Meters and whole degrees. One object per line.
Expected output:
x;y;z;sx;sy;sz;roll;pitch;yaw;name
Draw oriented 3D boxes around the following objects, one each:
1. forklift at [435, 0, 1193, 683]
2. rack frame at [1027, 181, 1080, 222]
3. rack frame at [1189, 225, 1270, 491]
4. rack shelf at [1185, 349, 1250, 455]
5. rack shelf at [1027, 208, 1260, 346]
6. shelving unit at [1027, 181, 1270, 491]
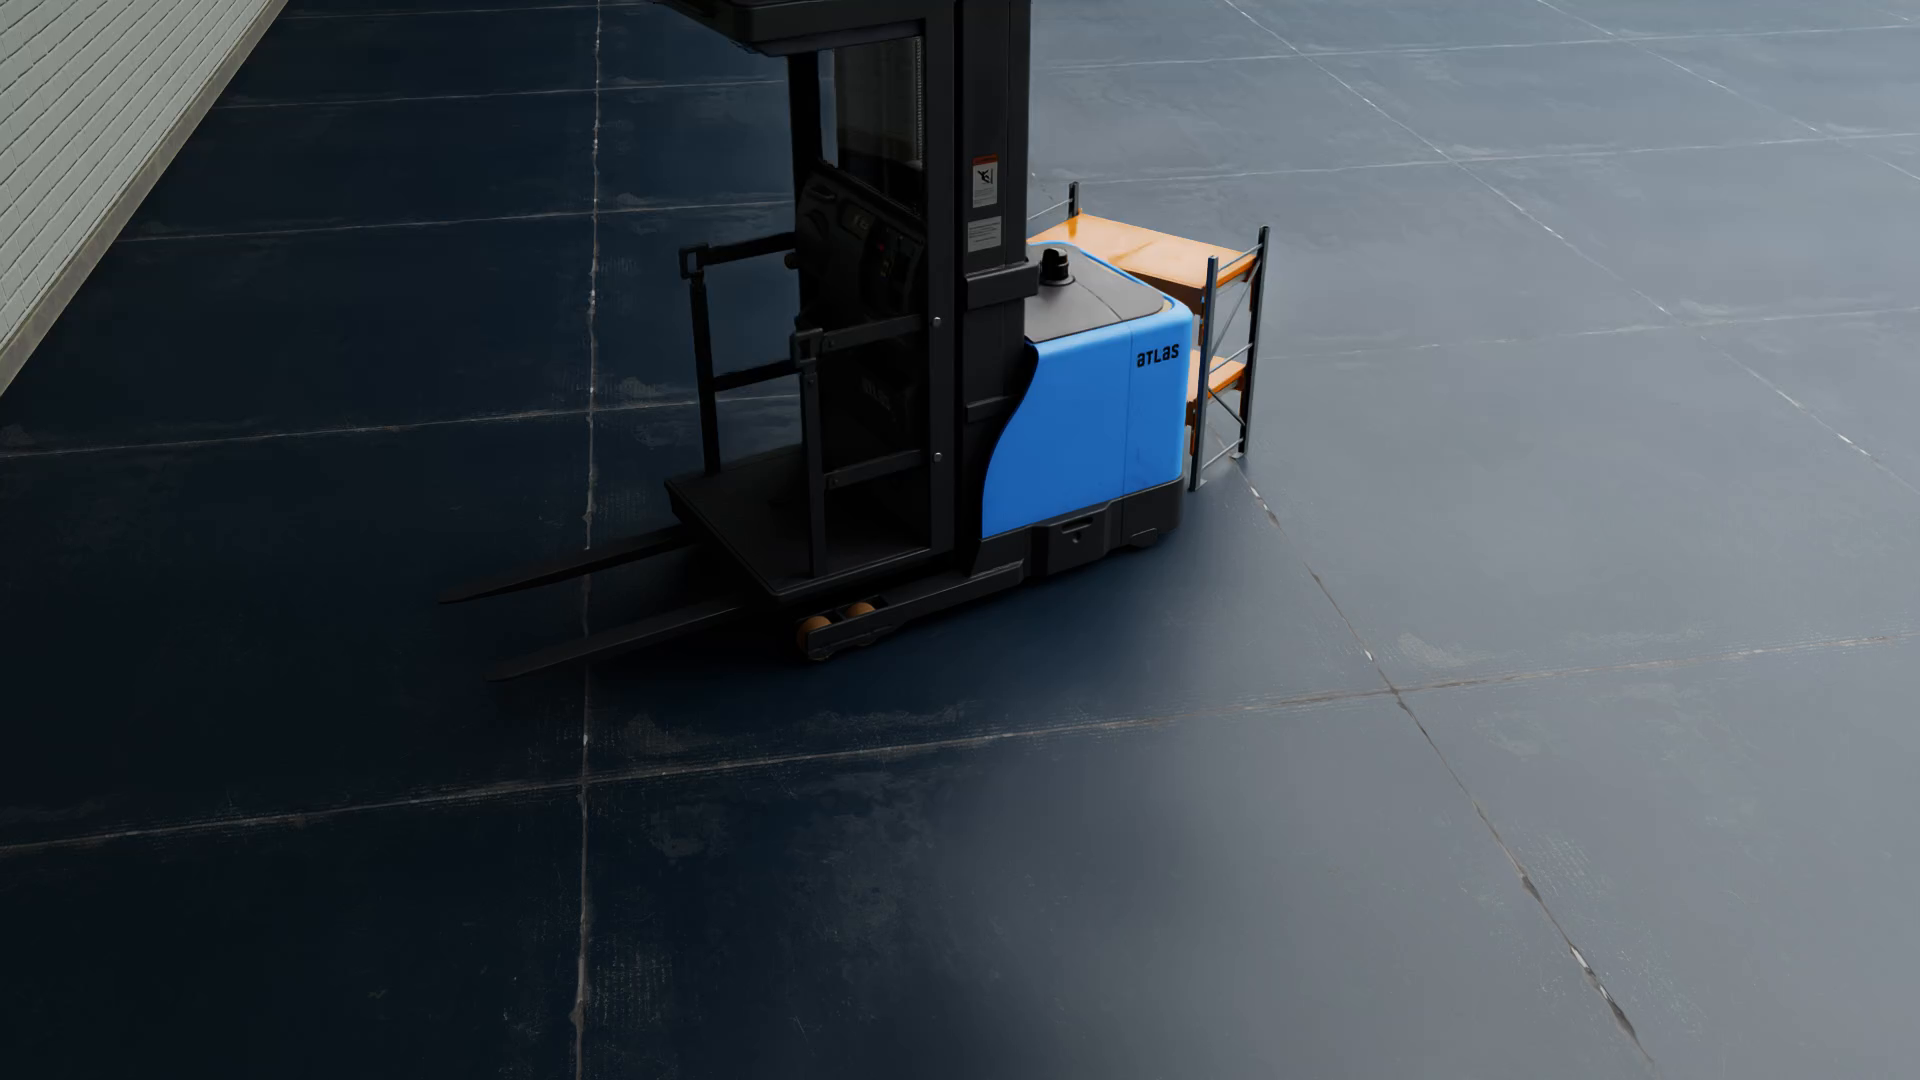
-0.564;-1.103;6.235;3.031;2.935;1.130;-17;34;-26;forklift
0.409;-1.127;8.057;0.032;1.125;0.500;21;36;31;rack frame
1.219;-0.815;7.527;0.032;1.125;0.500;21;36;31;rack frame
0.814;-0.760;7.916;1.000;0.278;0.538;21;36;31;rack shelf
0.814;-1.223;7.643;1.000;0.278;0.538;21;36;31;rack shelf
0.814;-0.971;7.792;1.048;1.125;0.538;21;36;31;shelving unit
